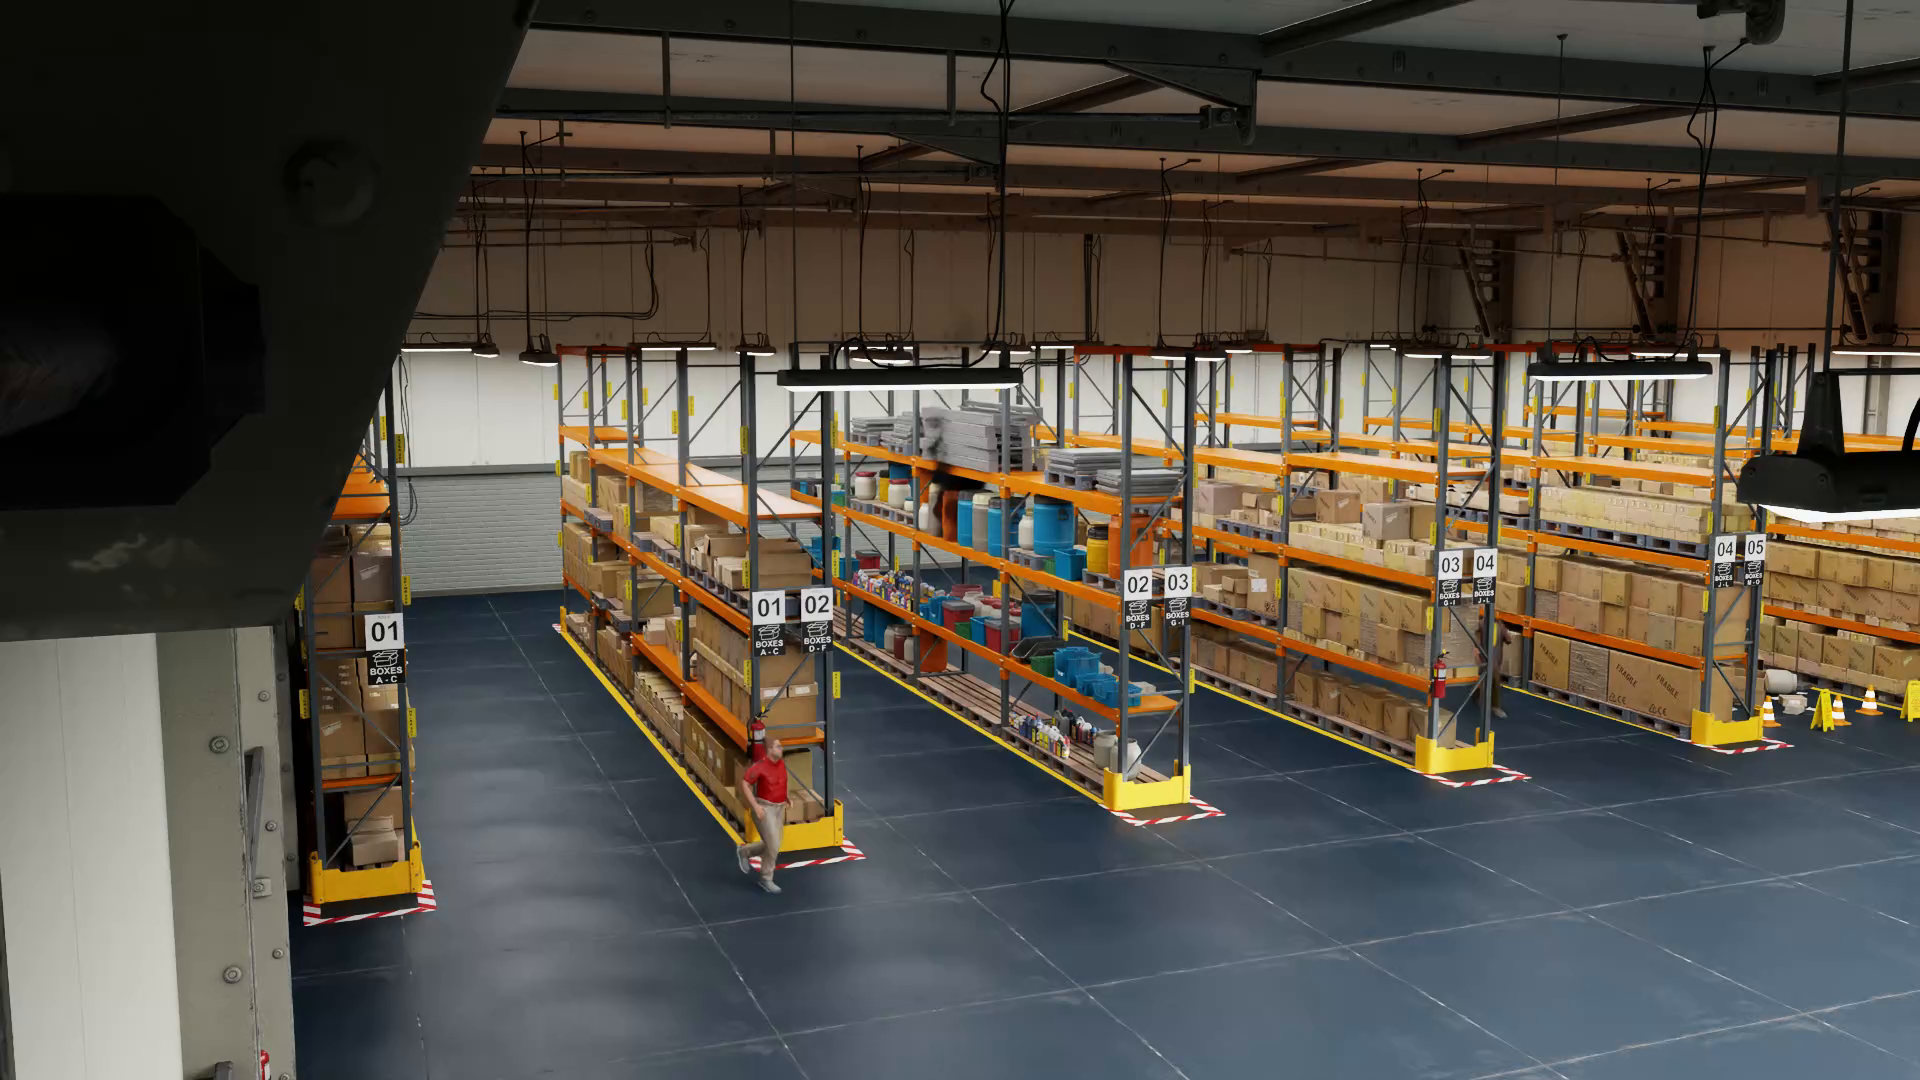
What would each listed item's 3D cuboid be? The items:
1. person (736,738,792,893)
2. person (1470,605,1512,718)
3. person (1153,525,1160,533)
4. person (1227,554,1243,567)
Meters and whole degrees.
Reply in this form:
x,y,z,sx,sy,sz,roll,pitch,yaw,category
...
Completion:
x,y,z,sx,sy,sz,roll,pitch,yaw,category
-2.228,3.108,19.066,0.744,1.692,0.703,4,8,29,person
8.741,1.956,27.385,0.684,1.811,0.885,-5,9,-33,person
4.554,0.457,39.242,0.722,1.769,0.972,0,7,-1,person
6.902,0.289,41.602,0.571,1.577,0.541,6,10,41,person
